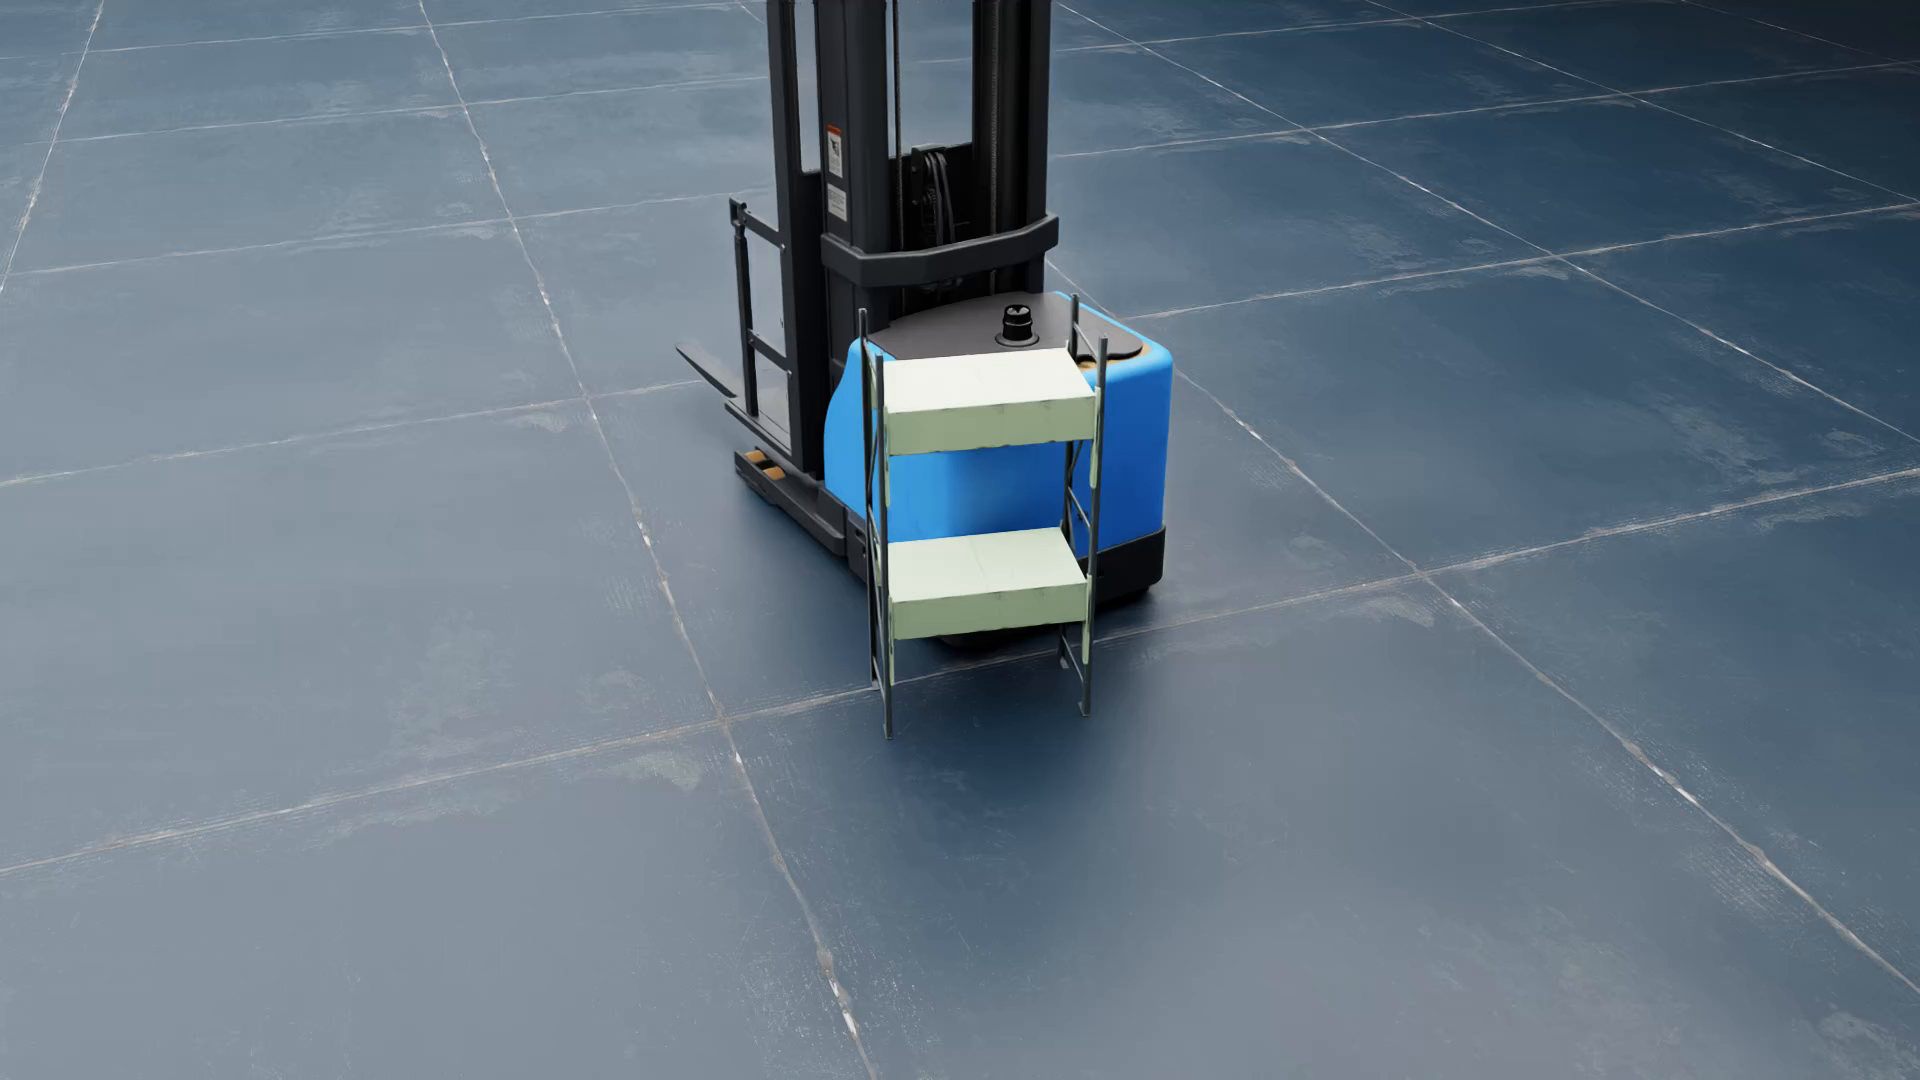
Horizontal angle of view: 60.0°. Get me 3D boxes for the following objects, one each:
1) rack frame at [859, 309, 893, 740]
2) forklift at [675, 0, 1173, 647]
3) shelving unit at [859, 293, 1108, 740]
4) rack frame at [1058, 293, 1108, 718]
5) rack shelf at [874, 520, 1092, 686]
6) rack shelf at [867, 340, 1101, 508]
[{"bbox_3d":[-0.290,-0.028,5.783,0.023,1.500,0.400,-6,30,-10],"label":"rack frame"},{"bbox_3d":[-0.379,-1.550,7.010,1.130,2.935,3.031,-17,34,-28],"label":"forklift"},{"bbox_3d":[0.069,-0.063,5.844,0.755,1.500,0.431,-6,30,-10],"label":"shelving unit"},{"bbox_3d":[0.428,-0.097,5.904,0.023,1.500,0.400,-6,30,-10],"label":"rack frame"},{"bbox_3d":[0.069,0.220,6.006,0.720,0.370,0.431,-6,30,-10],"label":"rack shelf"},{"bbox_3d":[0.069,-0.401,5.650,0.720,0.370,0.431,-6,30,-10],"label":"rack shelf"}]
